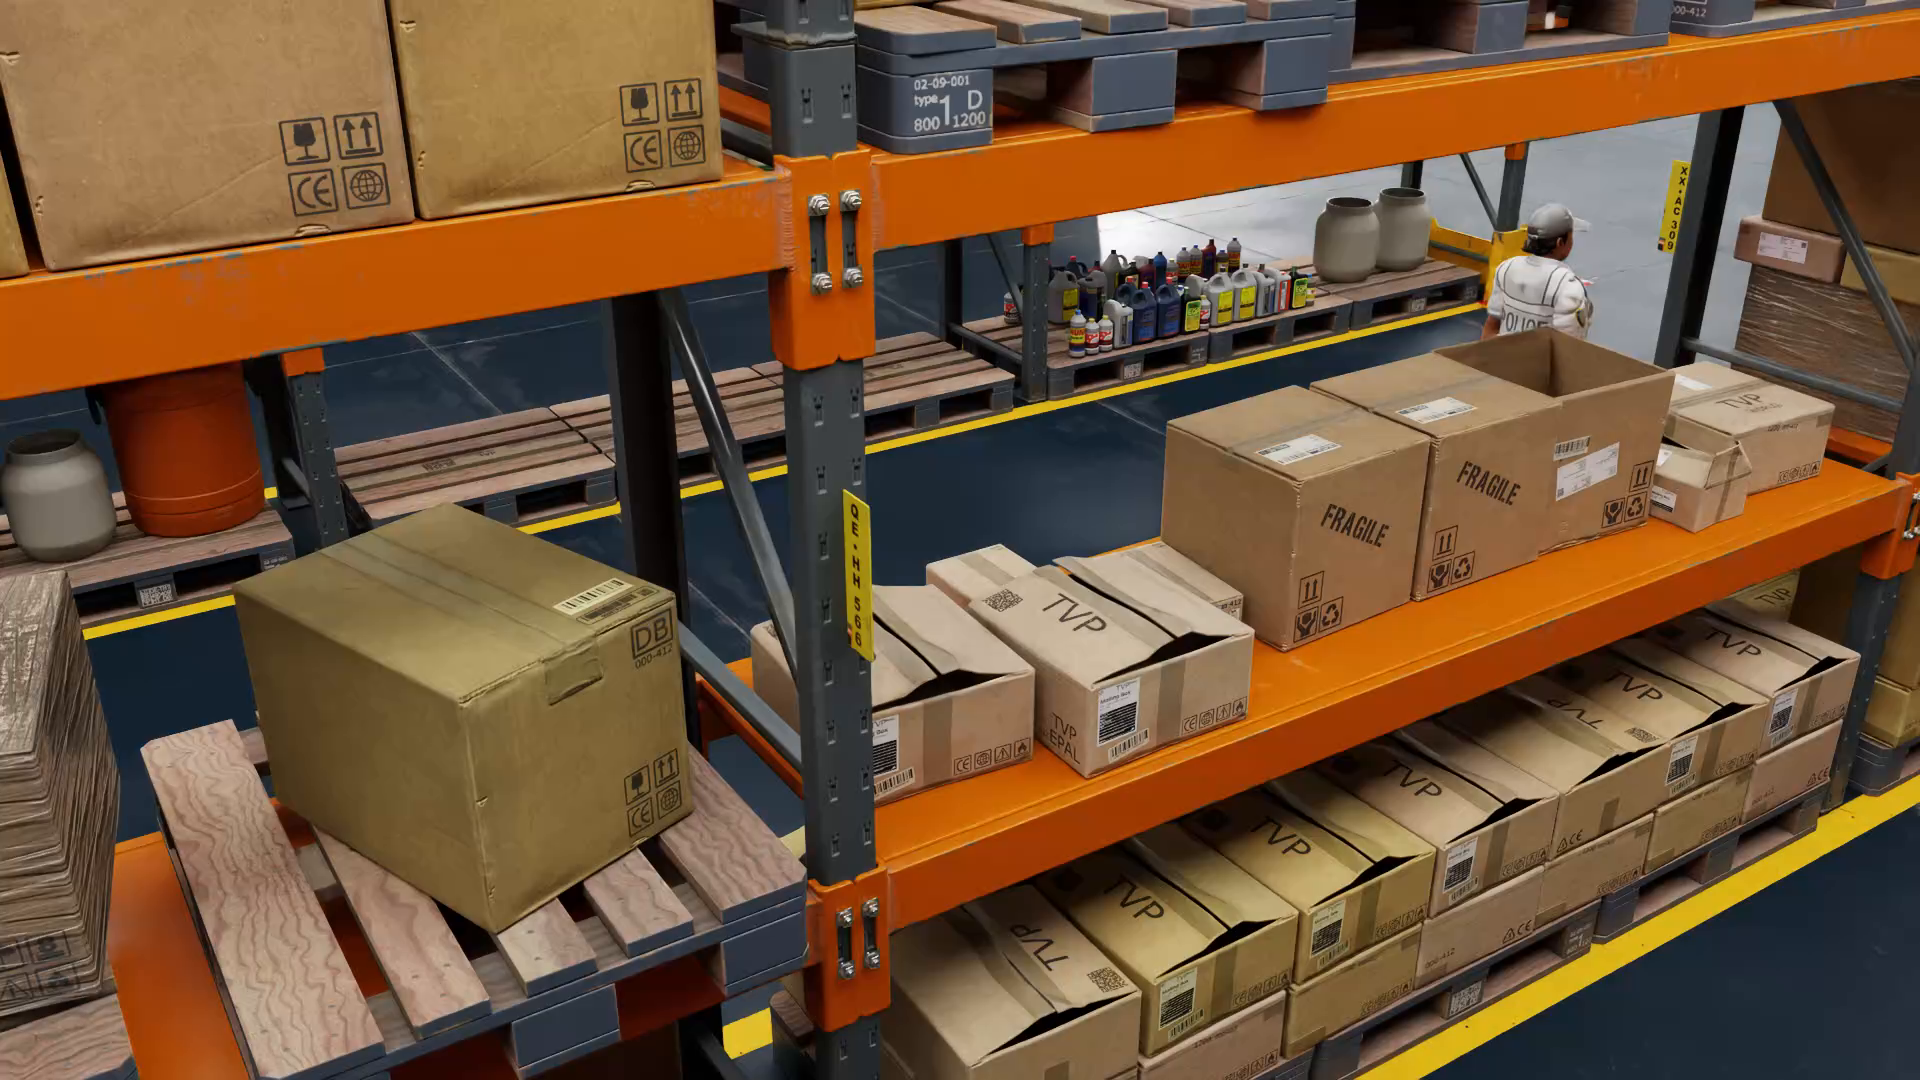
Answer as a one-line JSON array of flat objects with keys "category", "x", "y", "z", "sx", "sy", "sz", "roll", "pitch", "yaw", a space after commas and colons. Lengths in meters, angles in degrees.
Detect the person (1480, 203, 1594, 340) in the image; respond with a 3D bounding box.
[{"category": "person", "x": 2.622, "y": -0.677, "z": 7.584, "sx": 0.603, "sy": 1.733, "sz": 0.512, "roll": -13, "pitch": 28, "yaw": -25}]
